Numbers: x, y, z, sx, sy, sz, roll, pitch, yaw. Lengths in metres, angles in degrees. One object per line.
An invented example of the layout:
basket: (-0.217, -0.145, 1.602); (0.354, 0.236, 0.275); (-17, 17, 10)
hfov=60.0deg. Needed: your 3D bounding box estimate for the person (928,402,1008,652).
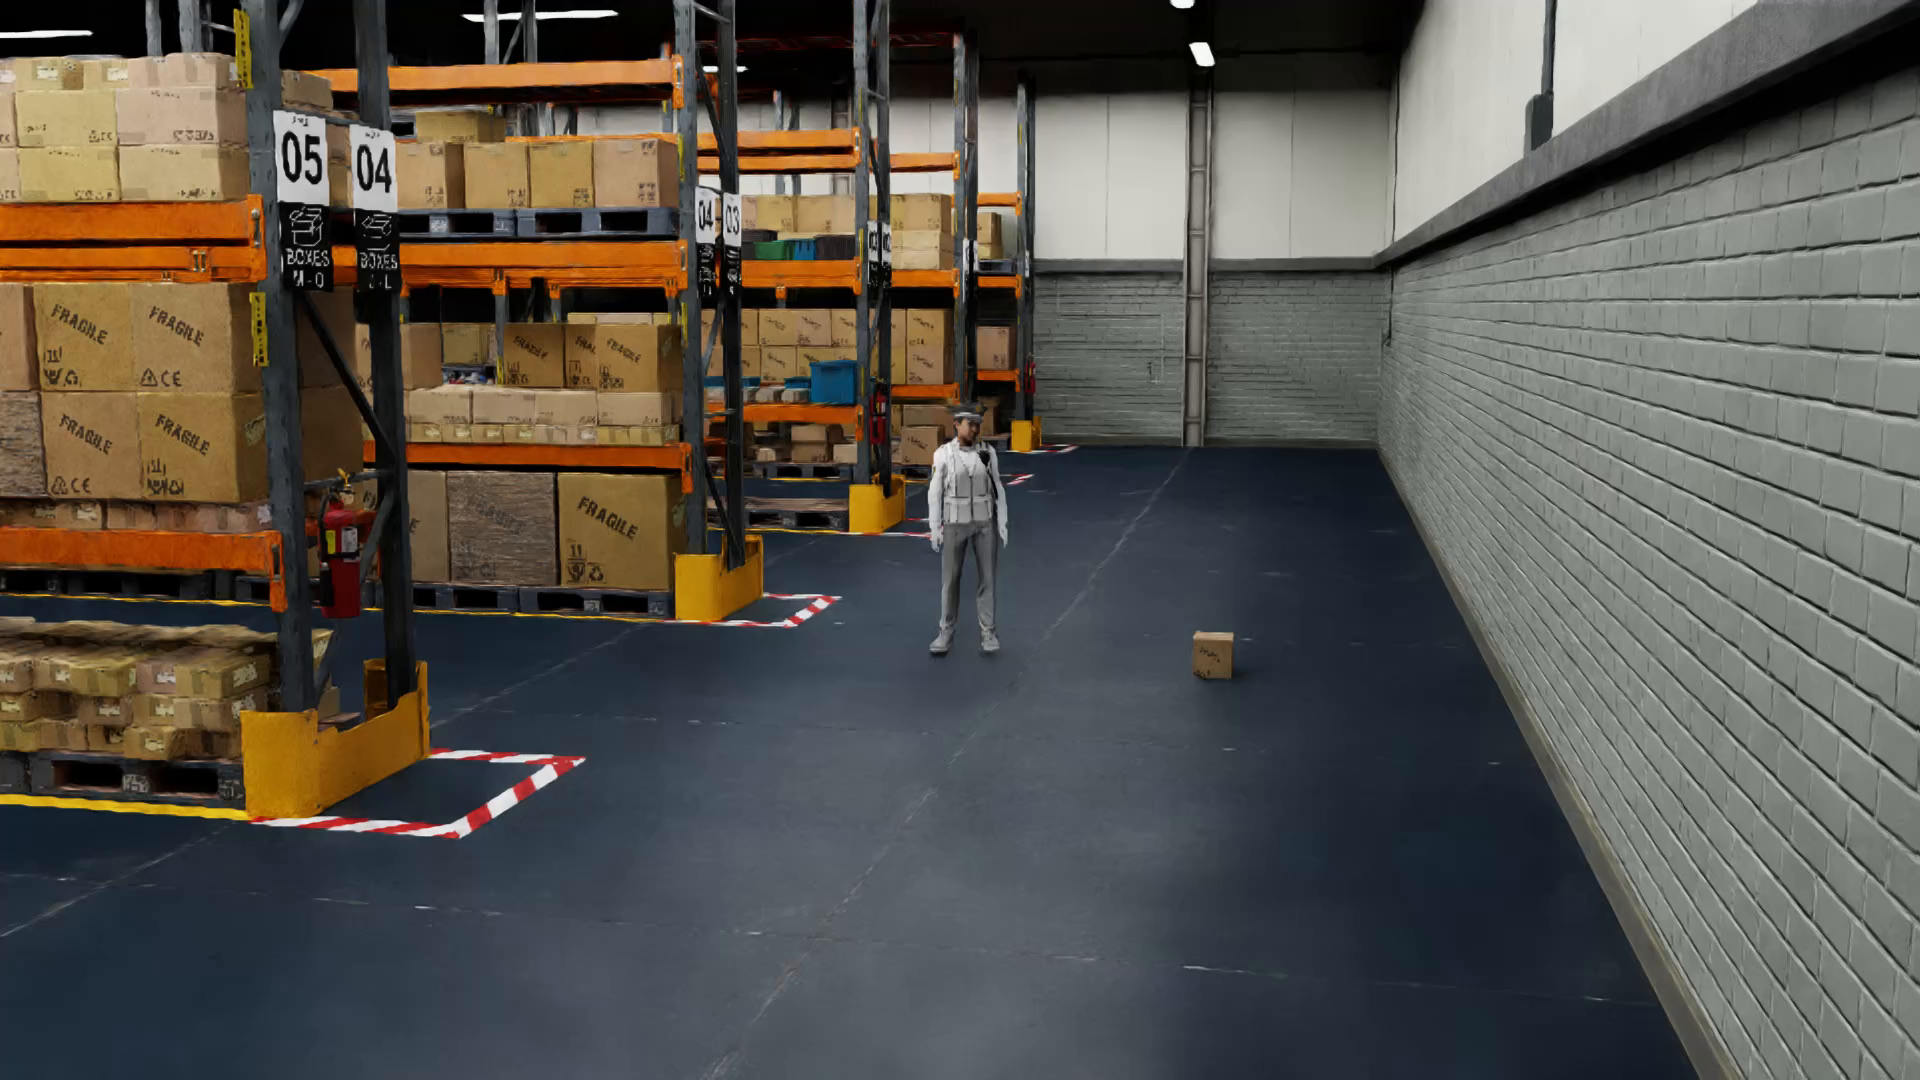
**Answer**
person: (0.059, -0.082, 11.156); (0.540, 1.686, 0.430); (-1, 8, -9)
